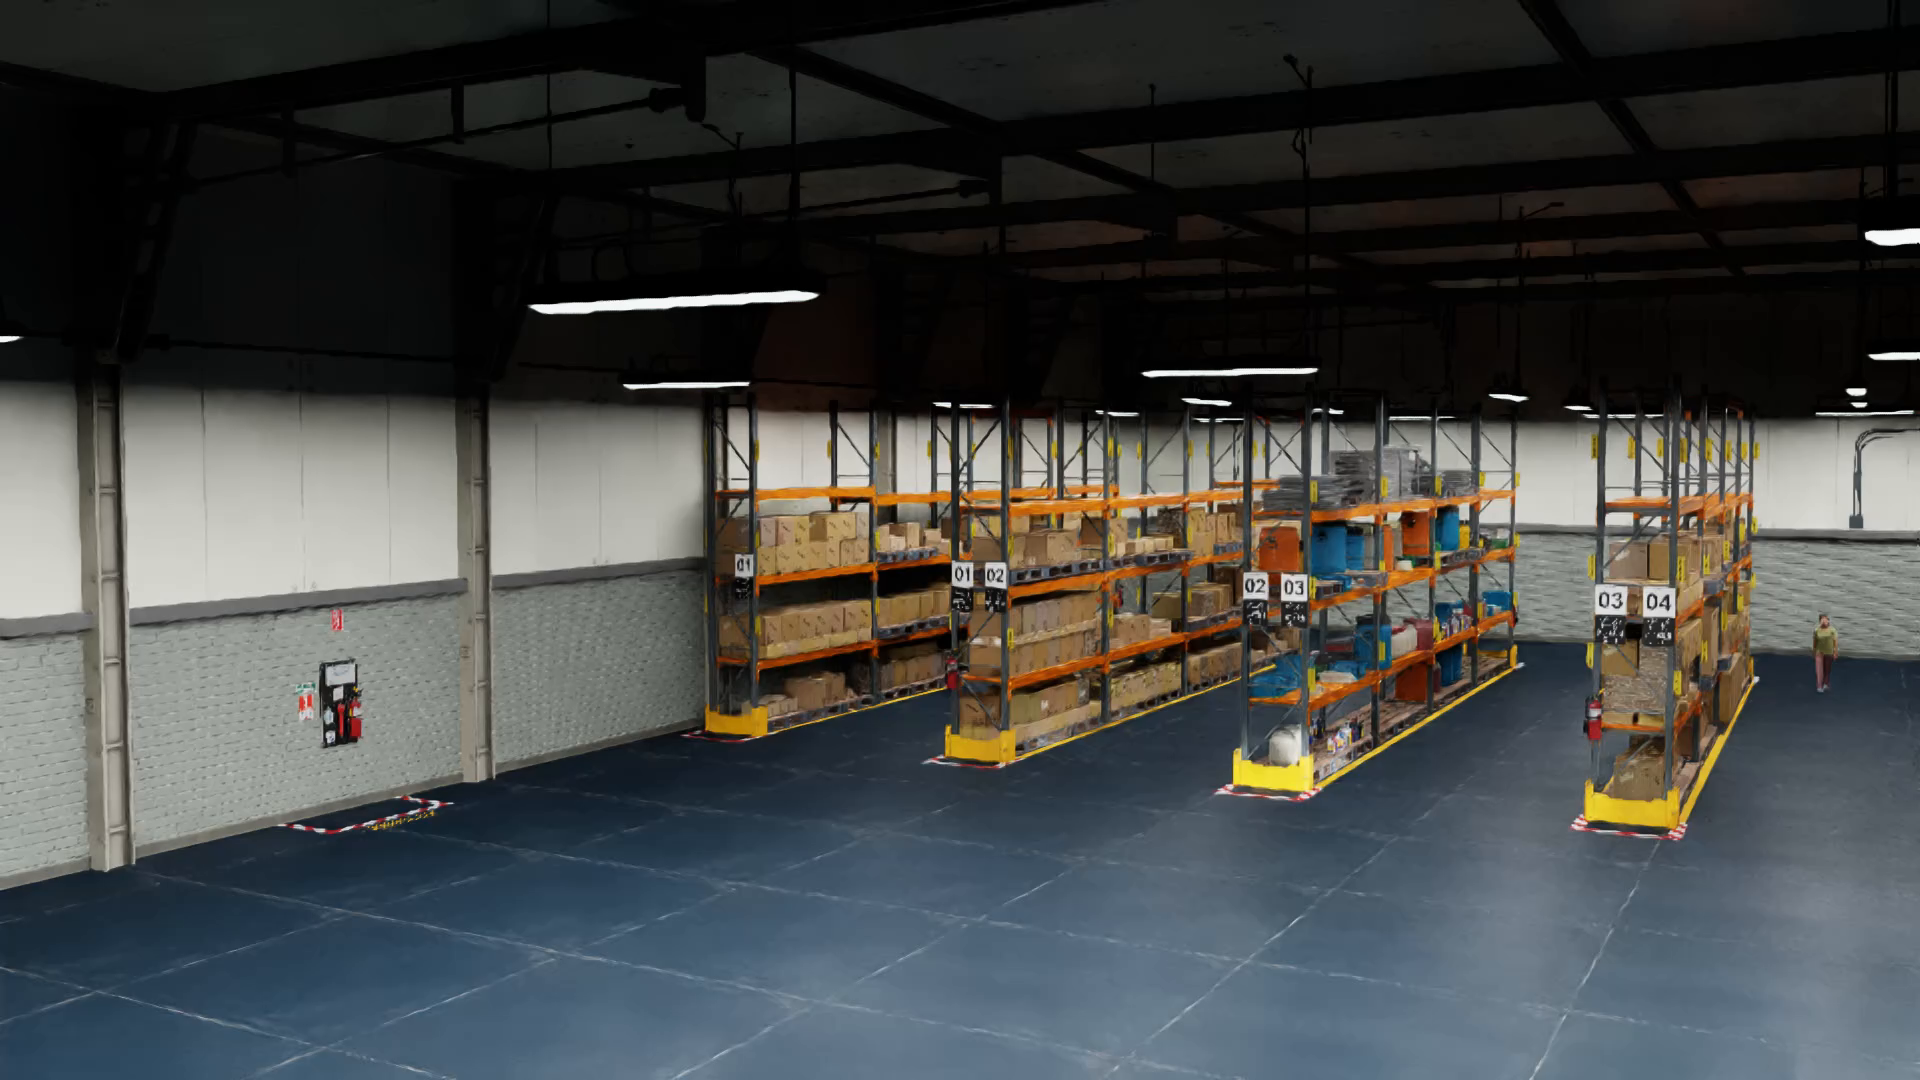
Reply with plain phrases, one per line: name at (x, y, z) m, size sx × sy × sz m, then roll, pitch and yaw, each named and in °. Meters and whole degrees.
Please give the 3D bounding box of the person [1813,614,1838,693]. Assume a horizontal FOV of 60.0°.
person at (17.916, 2.331, 34.426) m, size 0.456 × 1.612 × 1.019 m, roll 2°, pitch 3°, yaw 28°
